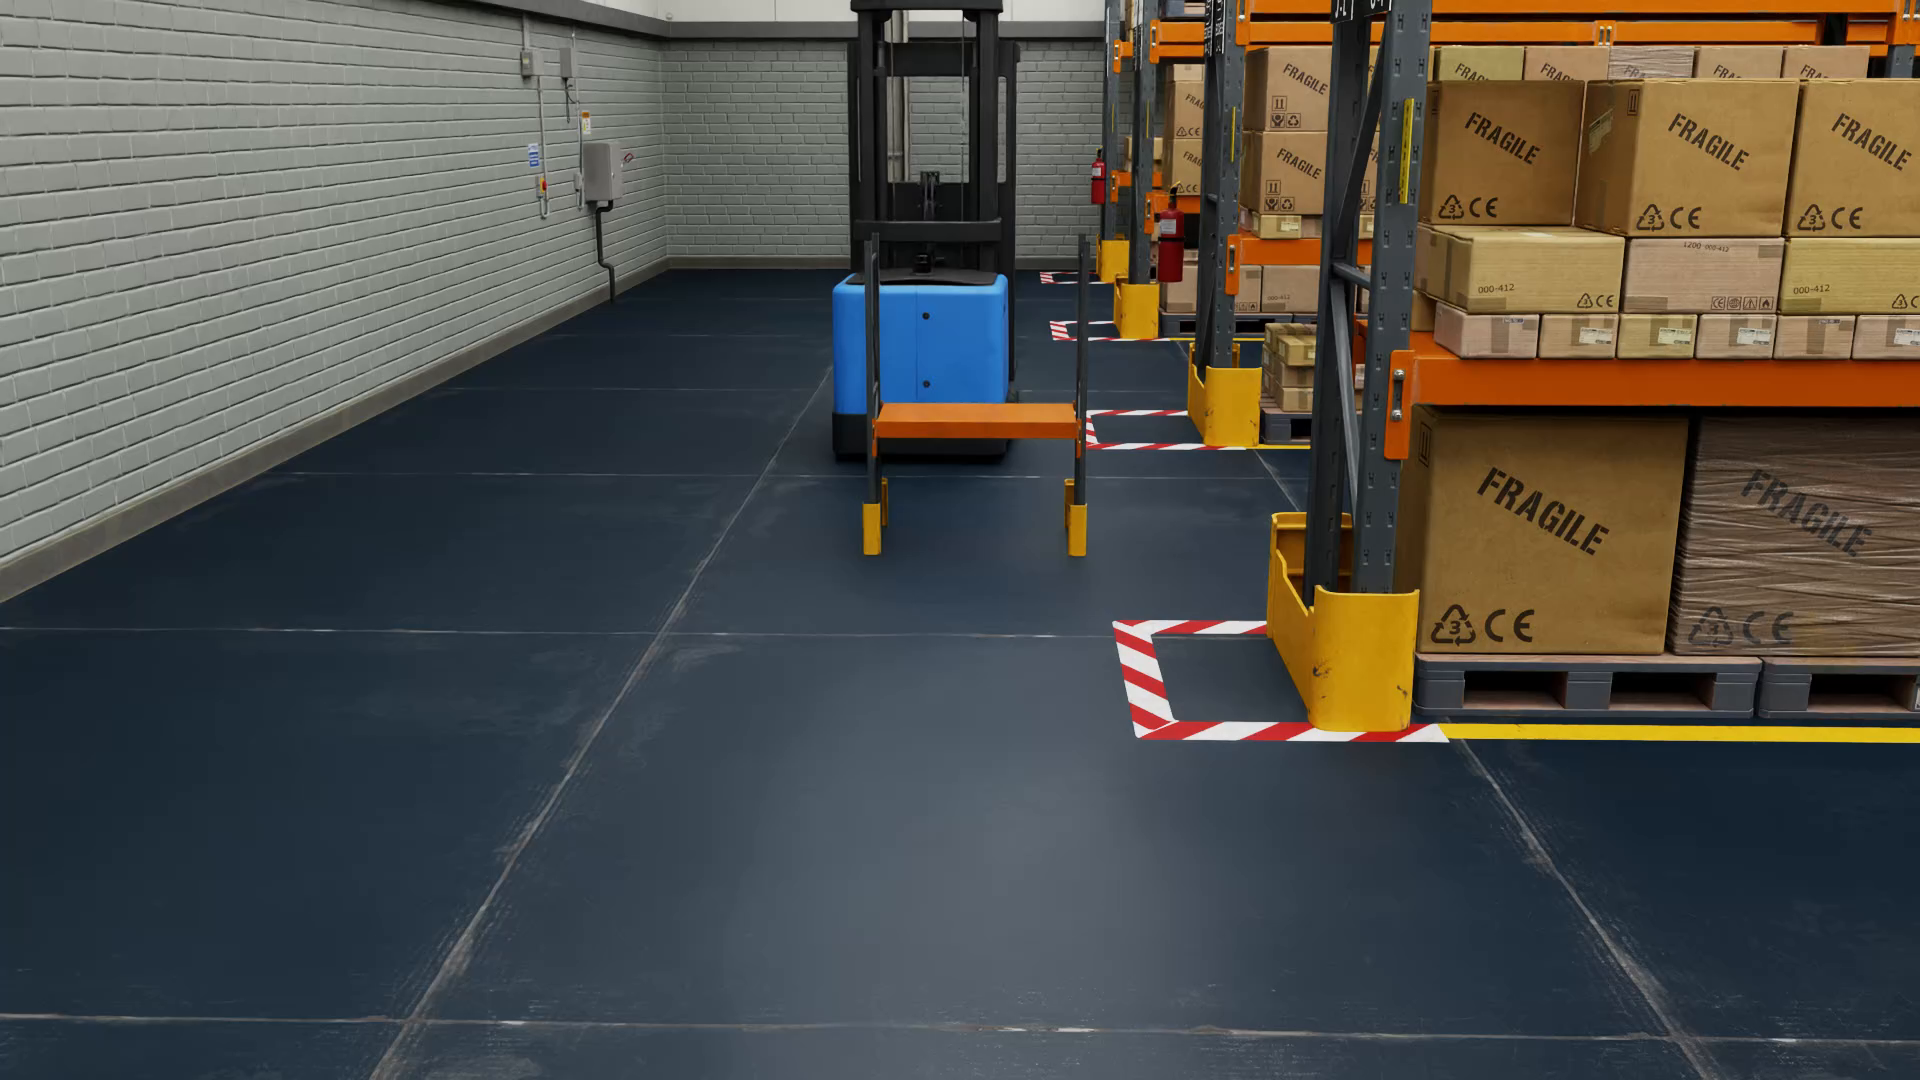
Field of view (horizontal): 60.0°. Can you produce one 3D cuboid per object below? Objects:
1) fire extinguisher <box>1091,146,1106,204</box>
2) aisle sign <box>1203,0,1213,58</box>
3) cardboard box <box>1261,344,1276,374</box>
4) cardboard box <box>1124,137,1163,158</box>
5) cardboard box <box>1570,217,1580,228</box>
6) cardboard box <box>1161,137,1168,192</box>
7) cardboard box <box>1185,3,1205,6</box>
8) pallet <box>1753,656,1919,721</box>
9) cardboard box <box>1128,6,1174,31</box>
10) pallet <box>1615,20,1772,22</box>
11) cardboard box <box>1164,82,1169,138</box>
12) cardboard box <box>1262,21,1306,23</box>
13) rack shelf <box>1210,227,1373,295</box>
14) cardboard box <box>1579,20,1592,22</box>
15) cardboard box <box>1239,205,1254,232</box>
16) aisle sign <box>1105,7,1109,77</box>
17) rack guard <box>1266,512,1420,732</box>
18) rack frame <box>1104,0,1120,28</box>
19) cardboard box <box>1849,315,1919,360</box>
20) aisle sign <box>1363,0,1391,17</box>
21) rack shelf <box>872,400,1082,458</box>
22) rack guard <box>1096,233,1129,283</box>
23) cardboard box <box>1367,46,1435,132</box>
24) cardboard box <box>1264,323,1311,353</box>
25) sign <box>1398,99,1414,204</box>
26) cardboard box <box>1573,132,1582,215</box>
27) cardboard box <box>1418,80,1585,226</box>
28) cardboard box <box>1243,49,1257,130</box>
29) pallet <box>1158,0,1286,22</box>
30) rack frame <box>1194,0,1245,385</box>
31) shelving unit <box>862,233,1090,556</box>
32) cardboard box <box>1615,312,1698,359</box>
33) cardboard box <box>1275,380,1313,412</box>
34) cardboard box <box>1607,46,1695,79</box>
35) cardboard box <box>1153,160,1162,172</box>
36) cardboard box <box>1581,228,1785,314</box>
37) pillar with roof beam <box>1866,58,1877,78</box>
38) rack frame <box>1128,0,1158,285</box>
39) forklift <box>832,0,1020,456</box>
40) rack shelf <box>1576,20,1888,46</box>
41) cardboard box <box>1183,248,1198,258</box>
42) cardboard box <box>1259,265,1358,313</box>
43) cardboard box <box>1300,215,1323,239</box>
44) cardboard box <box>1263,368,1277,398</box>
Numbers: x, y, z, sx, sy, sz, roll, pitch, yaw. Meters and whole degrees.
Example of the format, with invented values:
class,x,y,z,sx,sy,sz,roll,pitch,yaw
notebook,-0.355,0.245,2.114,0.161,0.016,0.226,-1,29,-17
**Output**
class,x,y,z,sx,sy,sz,roll,pitch,yaw
fire extinguisher,1.665,-4.388,19.974,0.183,0.674,0.296,0,15,1
aisle sign,1.611,-3.528,10.735,0.004,0.787,0.394,0,15,1
cardboard box,2.211,-1.231,11.310,0.250,0.149,0.380,0,15,0
cardboard box,2.291,-4.859,20.586,0.500,0.250,0.500,1,15,3
cardboard box,2.446,-1.062,6.196,0.500,0.250,0.500,0,15,0
cardboard box,2.190,-3.569,15.793,0.500,0.500,0.500,0,15,2
cardboard box,2.769,-6.411,19.610,0.500,0.250,0.500,0,15,1
pallet,3.466,0.413,6.362,1.213,0.211,1.003,0,15,1
cardboard box,2.261,-6.172,19.683,0.500,0.250,0.500,0,15,1
pallet,6.618,-4.795,15.130,1.217,0.209,0.805,0,15,-1
cardboard box,2.189,-4.046,15.640,0.500,0.500,0.500,1,15,3
cardboard box,3.799,-6.170,19.676,0.500,0.250,0.500,0,15,1
rack shelf,3.675,-1.833,10.817,4.000,0.370,1.077,0,15,1
cardboard box,7.428,-6.307,19.959,0.250,0.149,0.380,0,15,2
cardboard box,2.009,-2.142,11.072,0.250,0.149,0.380,0,15,1
aisle sign,1.749,-5.905,19.746,0.004,0.787,0.394,0,15,1
rack guard,1.424,0.279,6.302,0.348,0.500,1.175,0,15,1
rack frame,1.824,-7.623,19.595,0.127,3.000,1.000,0,15,1
cardboard box,3.080,-0.714,5.658,0.250,0.149,0.380,0,15,1
aisle sign,1.369,-2.110,5.363,0.004,0.787,0.394,0,15,1
rack shelf,0.085,-0.551,8.192,1.000,0.185,0.538,0,15,1
rack guard,1.900,-3.513,20.677,0.348,0.500,1.175,0,15,1
cardboard box,2.622,-2.797,10.323,0.500,0.500,0.500,1,15,3
cardboard box,2.212,-1.367,11.241,0.250,0.149,0.380,1,15,2
sign,1.428,-1.245,5.326,0.005,0.325,0.100,0,15,1
cardboard box,3.652,-2.307,10.426,0.500,0.500,0.500,0,15,0
cardboard box,1.942,-1.427,6.110,0.500,0.500,0.500,1,15,2
cardboard box,2.140,-2.930,10.826,0.500,0.500,0.500,0,15,0
pallet,2.443,-4.862,15.182,1.213,0.211,1.003,0,15,1
rack frame,1.676,-2.194,10.775,0.127,3.000,1.000,0,15,1
shelving unit,0.076,-0.725,8.147,1.083,1.500,0.587,0,15,1
cardboard box,2.307,-0.719,5.676,0.250,0.149,0.380,0,15,0
cardboard box,2.191,-0.933,10.762,0.250,0.149,0.380,1,15,3
cardboard box,4.170,-2.786,10.282,0.500,0.500,0.500,1,15,3
cardboard box,2.401,-4.539,20.157,0.250,0.149,0.380,1,15,3
cardboard box,2.441,-0.927,5.685,0.500,0.250,0.500,0,15,1
pillar with roof beam,11.038,-6.695,16.075,0.400,9.000,9.100,0,15,1
rack frame,1.701,-3.457,15.562,0.127,3.000,1.000,0,15,1
forklift,-0.163,-2.248,11.116,1.130,2.935,3.031,1,15,3
rack shelf,7.699,-4.520,15.123,4.000,0.370,1.077,0,15,1
cardboard box,2.857,-3.506,20.515,0.250,0.149,0.380,0,15,-1
cardboard box,3.279,-2.438,15.901,0.875,0.438,0.875,1,15,3
cardboard box,2.247,-1.995,10.516,0.250,0.149,0.380,1,15,3
cardboard box,2.207,-1.068,11.273,0.250,0.149,0.380,1,15,2
